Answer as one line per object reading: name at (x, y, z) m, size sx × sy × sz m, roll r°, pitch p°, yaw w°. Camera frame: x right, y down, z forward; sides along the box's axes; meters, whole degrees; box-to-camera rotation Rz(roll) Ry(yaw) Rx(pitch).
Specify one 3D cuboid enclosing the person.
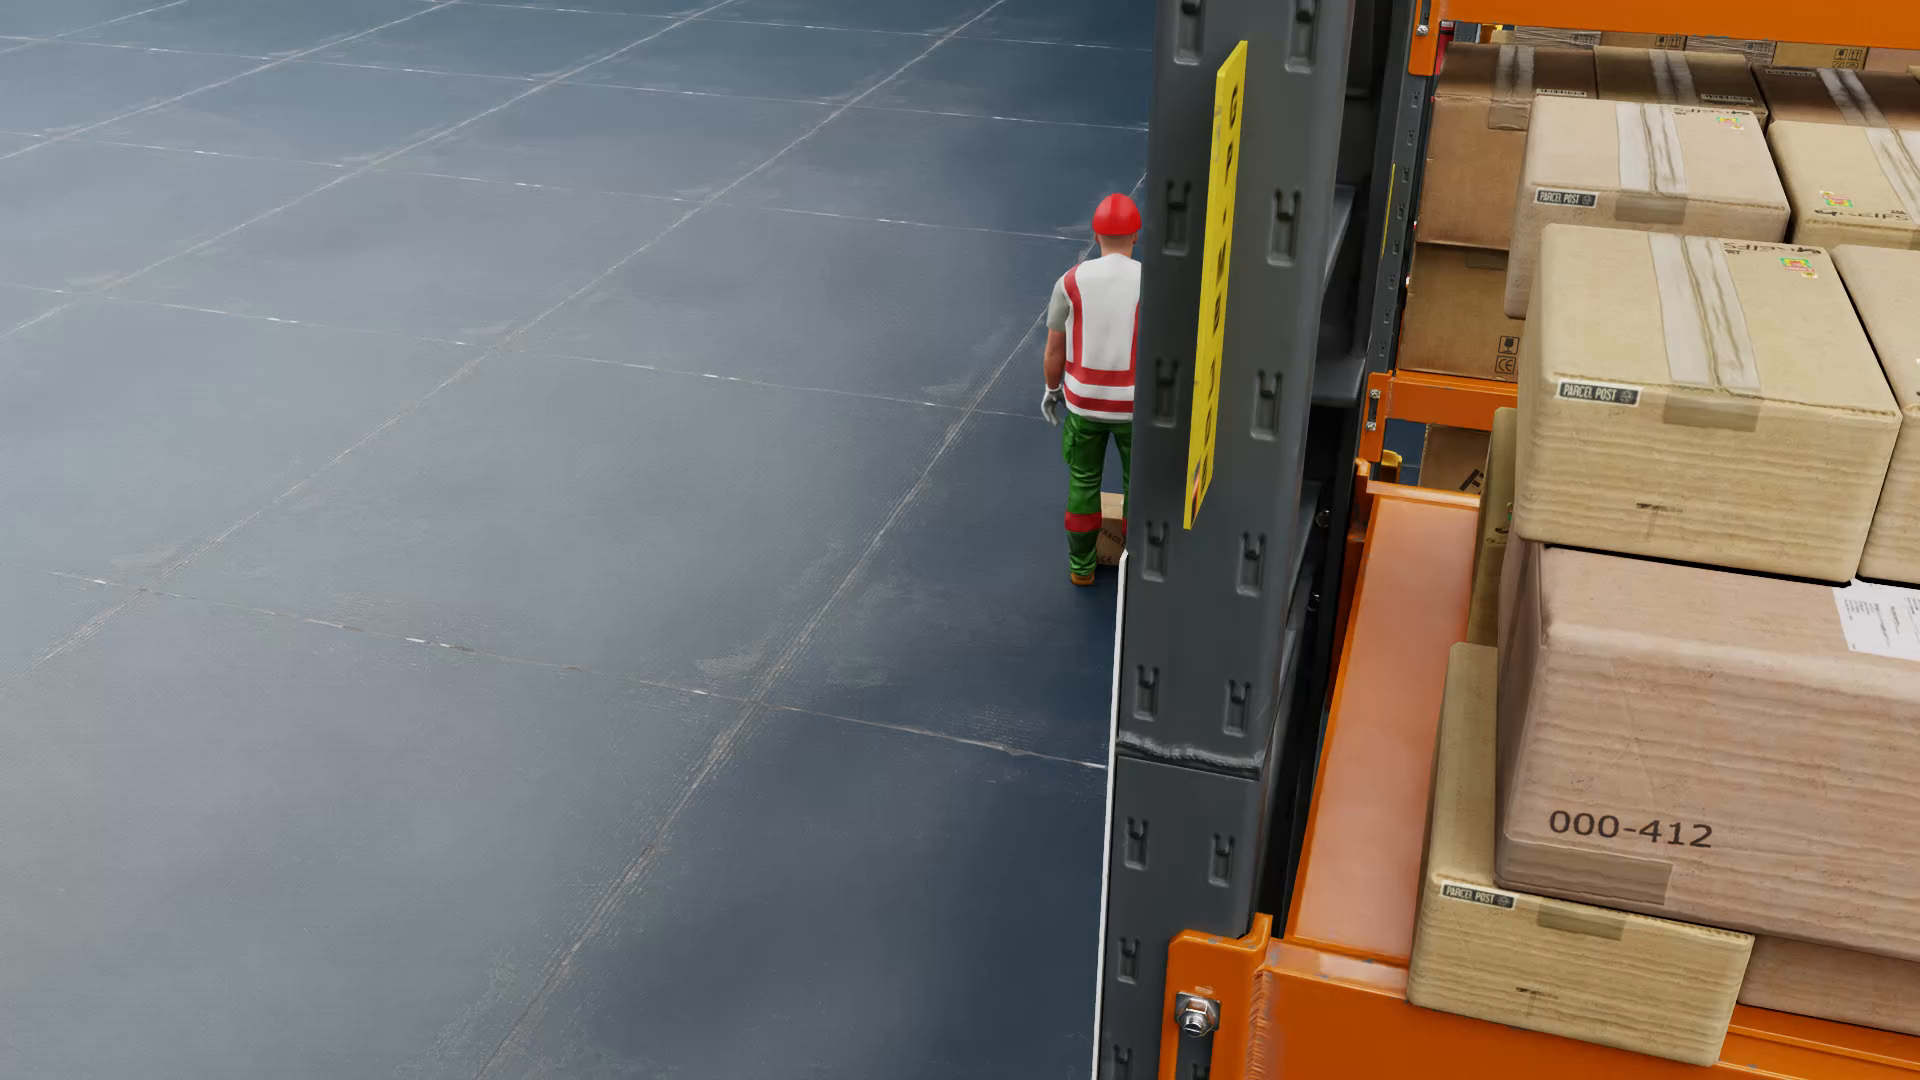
person at (0.660, -0.613, 7.218) m, size 0.618 × 1.779 × 0.451 m, roll 7°, pitch 30°, yaw 12°
